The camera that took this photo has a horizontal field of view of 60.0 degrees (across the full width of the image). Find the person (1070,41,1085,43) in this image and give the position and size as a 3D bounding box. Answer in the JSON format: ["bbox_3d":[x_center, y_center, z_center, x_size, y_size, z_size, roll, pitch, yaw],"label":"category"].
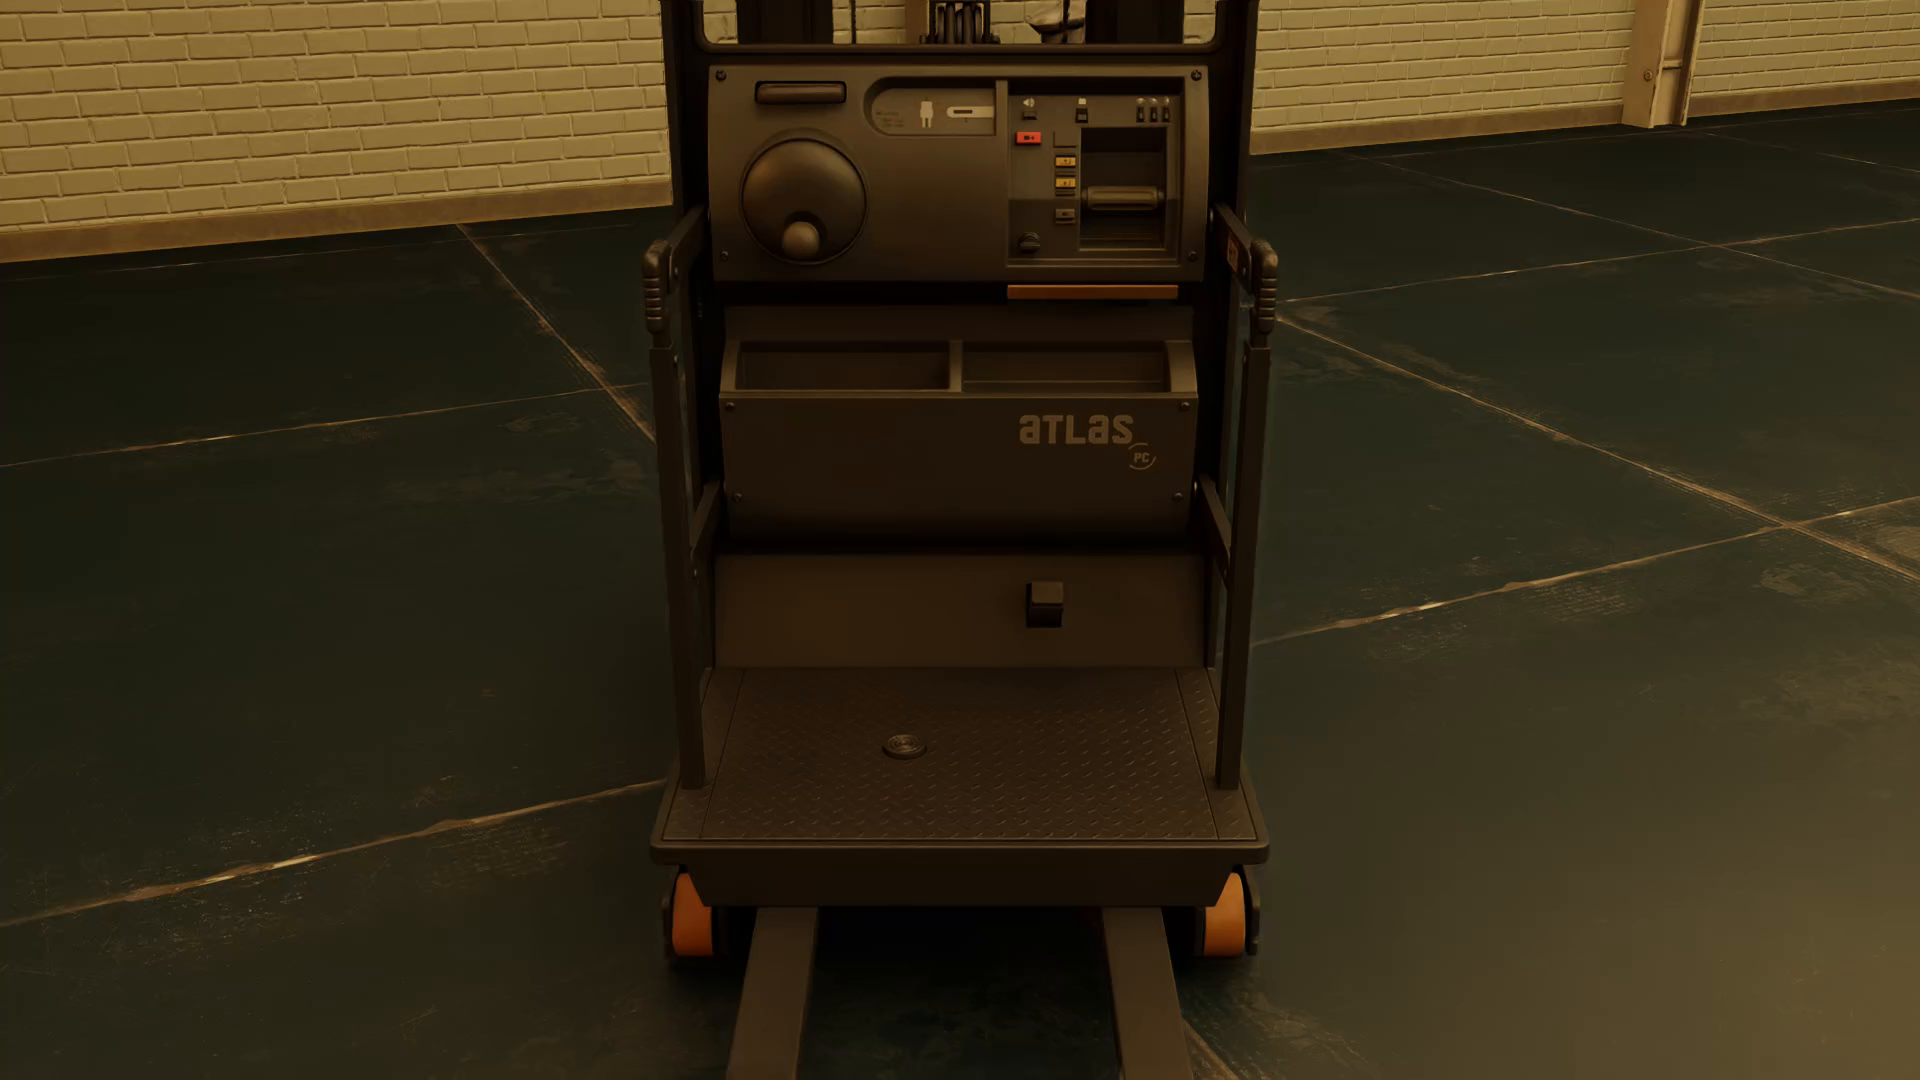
[{"bbox_3d":[0.486,-0.807,5.064,0.786,1.538,0.670,-17,28,-35],"label":"person"}]

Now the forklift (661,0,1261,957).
[{"bbox_3d":[0.000,-0.853,3.422,1.129,2.867,1.939,0,23,0],"label":"forklift"}]
